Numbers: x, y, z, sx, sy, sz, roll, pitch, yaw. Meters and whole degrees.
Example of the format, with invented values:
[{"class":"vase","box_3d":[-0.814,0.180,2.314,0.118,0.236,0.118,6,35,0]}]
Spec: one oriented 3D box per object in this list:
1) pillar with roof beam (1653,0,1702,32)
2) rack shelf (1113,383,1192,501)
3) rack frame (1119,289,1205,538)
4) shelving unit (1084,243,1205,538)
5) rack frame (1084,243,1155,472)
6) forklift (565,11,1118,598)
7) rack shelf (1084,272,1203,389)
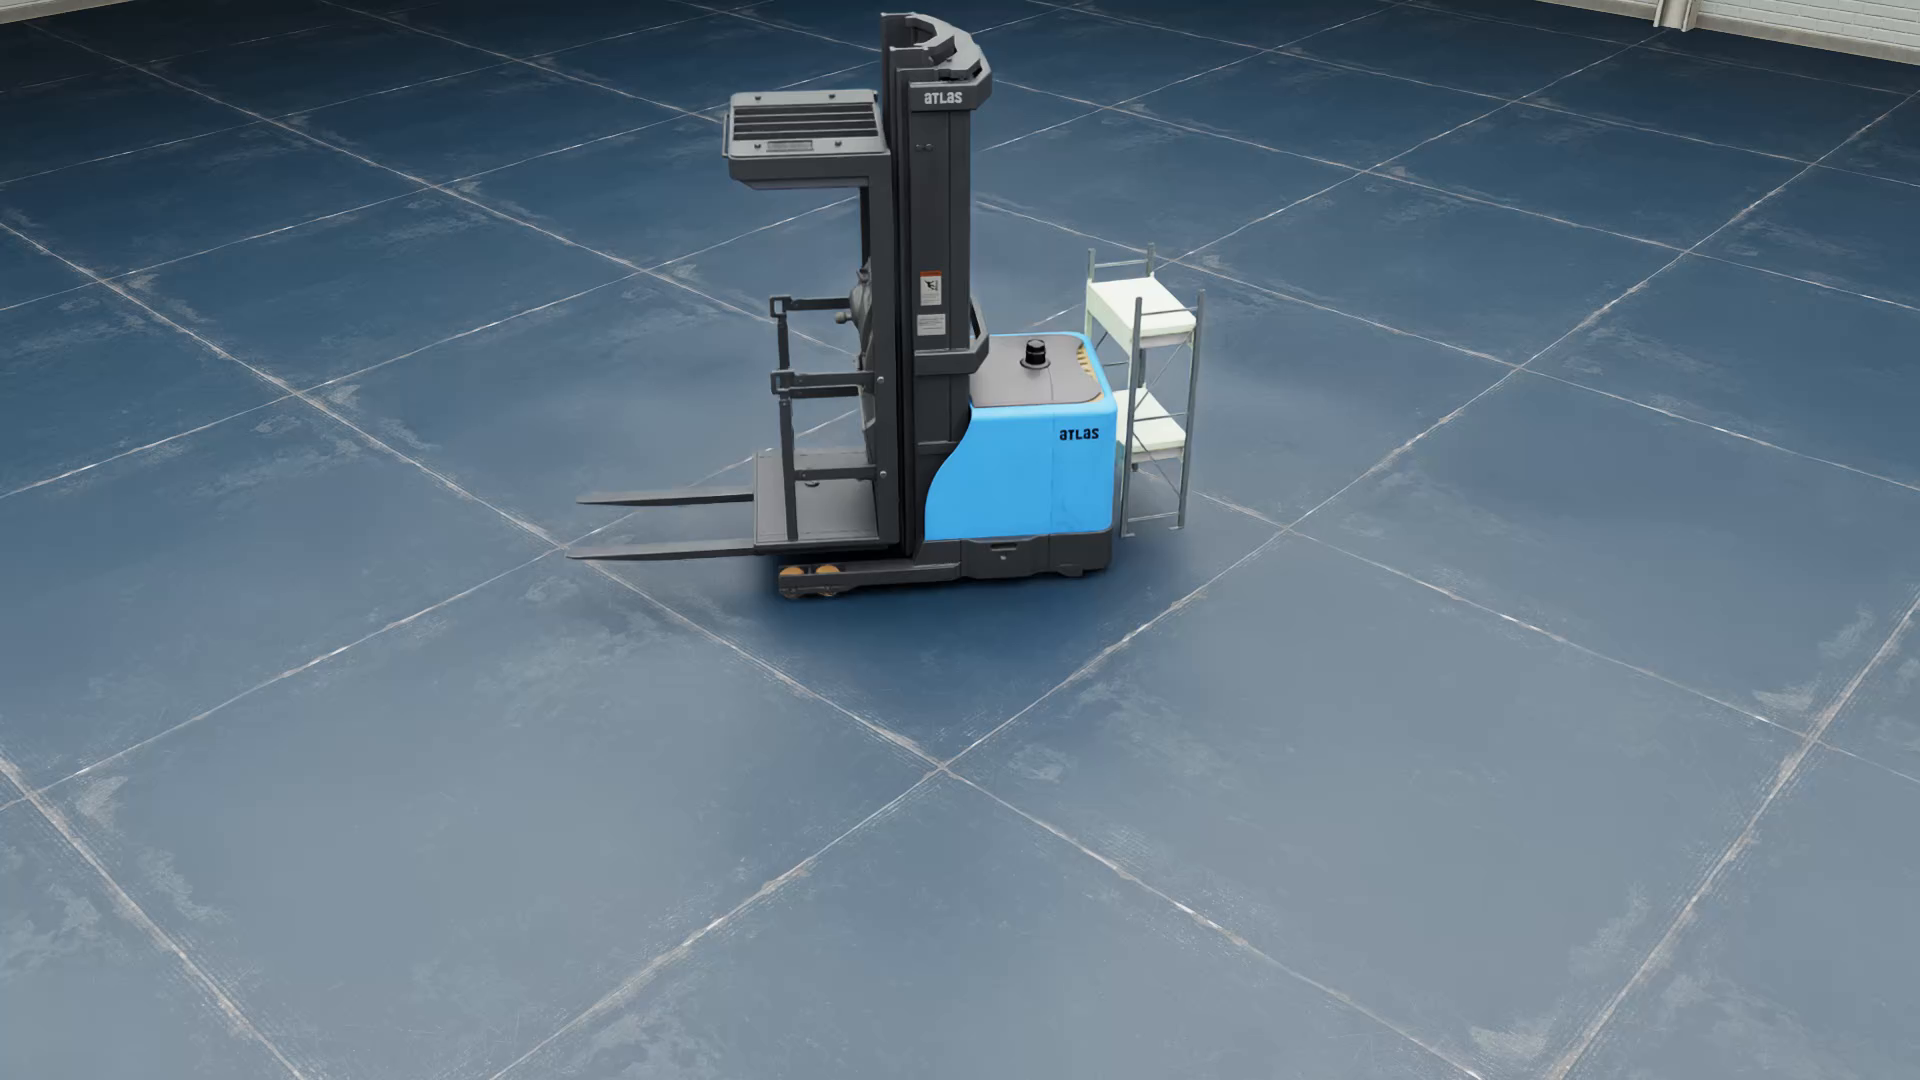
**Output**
[{"class":"pillar with roof beam","box_3d":[5.661,-8.356,14.850,0.400,9.000,9.100,25,39,35]},{"class":"rack shelf","box_3d":[1.027,-0.590,9.849,0.431,0.370,0.720,-8,32,-14]},{"class":"rack frame","box_3d":[1.133,-0.689,9.381,0.400,1.500,0.023,-8,32,-14]},{"class":"shelving unit","box_3d":[1.030,-0.870,9.681,0.431,1.500,0.755,-8,32,-14]},{"class":"rack frame","box_3d":[0.927,-1.051,9.982,0.400,1.500,0.023,-8,32,-14]},{"class":"forklift","box_3d":[-0.694,-1.224,8.886,3.031,2.935,1.130,-3,31,-5]},{"class":"rack shelf","box_3d":[1.033,-1.205,9.481,0.431,0.370,0.720,-8,32,-14]}]
